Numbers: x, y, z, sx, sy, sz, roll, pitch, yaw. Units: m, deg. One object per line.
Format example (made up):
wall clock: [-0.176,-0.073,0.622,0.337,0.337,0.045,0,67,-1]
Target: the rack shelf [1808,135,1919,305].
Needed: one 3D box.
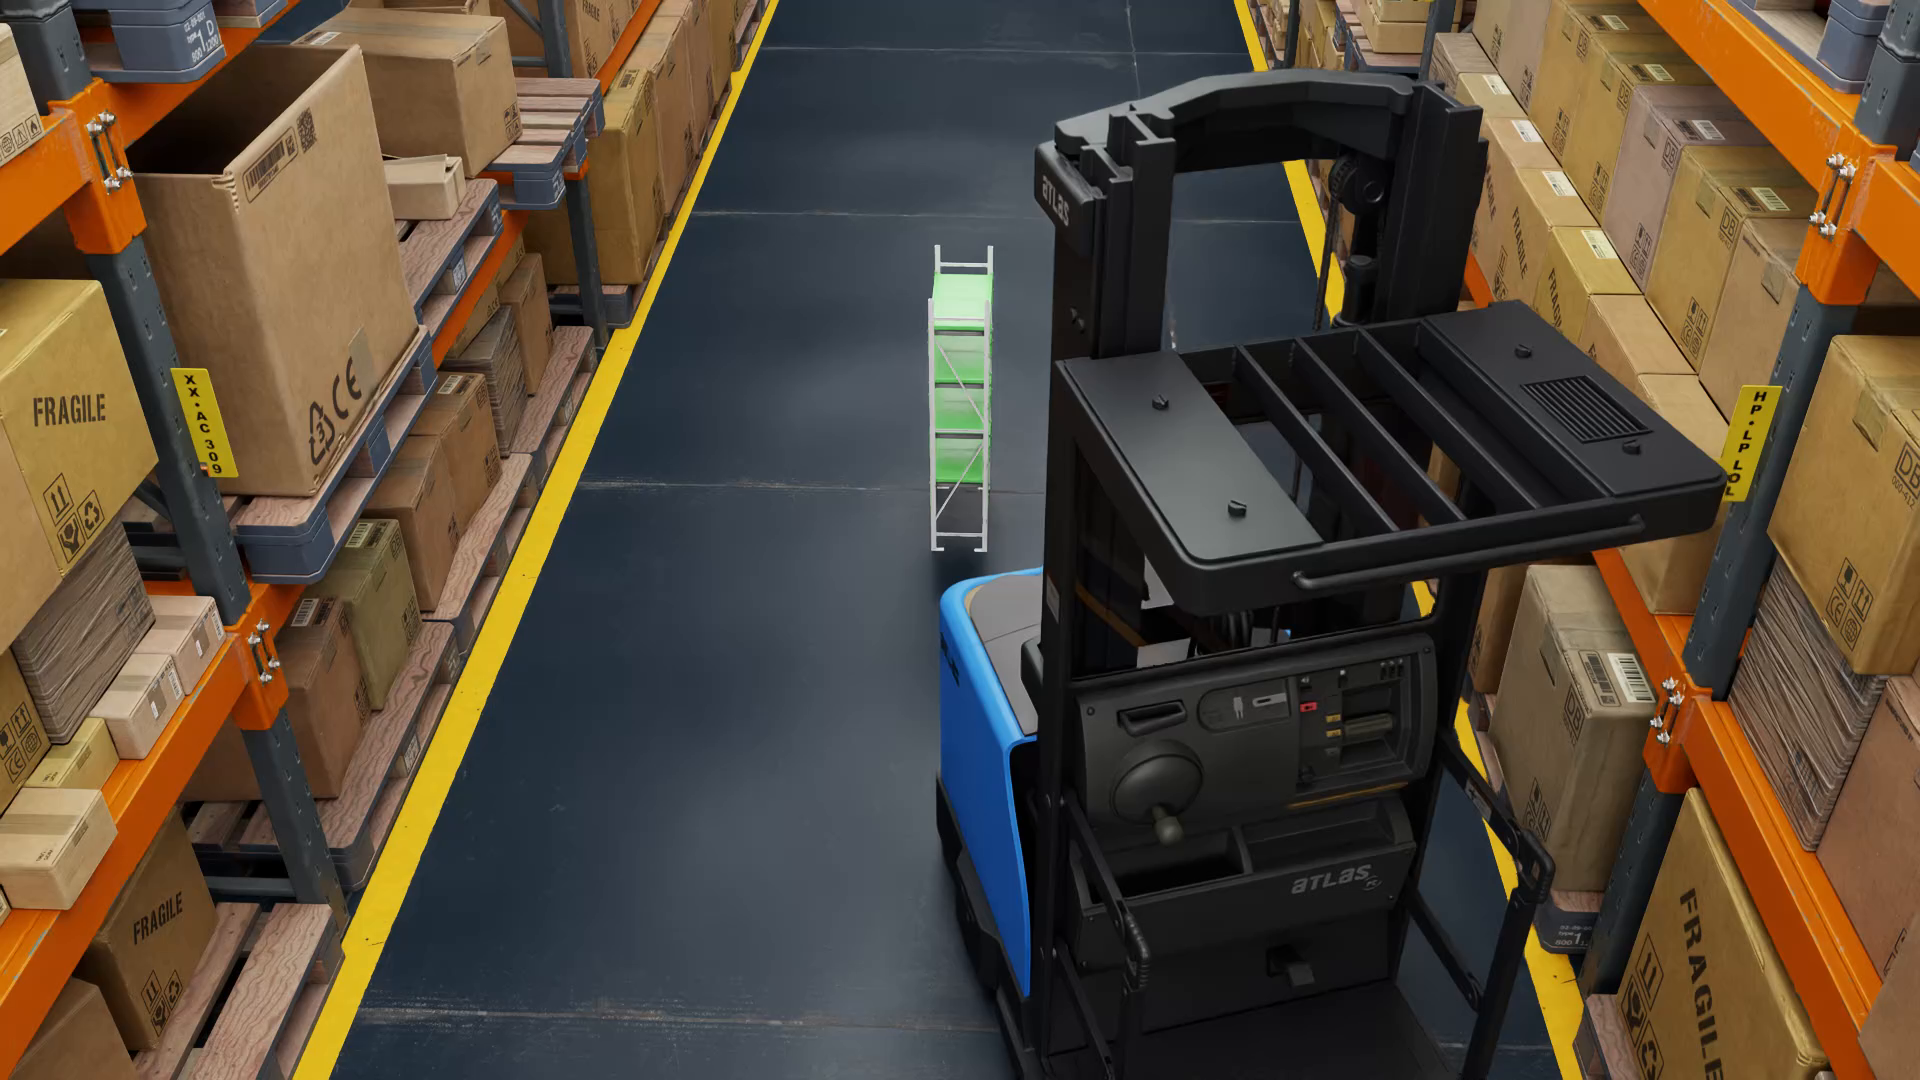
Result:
rack shelf: [2.366,0.433,2.041,1.077,0.370,4.000,1,35,2]

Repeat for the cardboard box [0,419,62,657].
cardboard box: [-2.267,0.025,3.390,0.500,0.500,0.500,1,35,2]

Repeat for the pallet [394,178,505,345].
pallet: [-2.383,-1.037,6.283,1.003,0.211,1.213,1,35,2]

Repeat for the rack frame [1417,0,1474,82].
rack frame: [2.607,-2.081,7.602,1.000,3.000,0.127,1,35,2]

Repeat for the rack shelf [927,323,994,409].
rack shelf: [0.007,-0.730,6.939,0.258,0.148,0.480,1,35,2]

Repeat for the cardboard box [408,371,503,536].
cardboard box: [-2.377,-0.380,6.974,0.700,0.500,0.500,4,35,6]

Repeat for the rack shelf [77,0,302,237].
rack shelf: [-2.425,-2.037,5.557,1.077,0.370,4.000,1,35,2]

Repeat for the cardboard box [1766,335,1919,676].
cardboard box: [2.397,-0.075,3.678,0.875,0.550,0.550,1,35,2]

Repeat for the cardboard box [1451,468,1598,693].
cardboard box: [2.424,0.053,6.157,1.050,0.750,0.750,1,35,2]

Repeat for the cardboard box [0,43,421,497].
cardboard box: [-2.334,-0.826,4.929,1.000,1.000,1.000,2,35,2]

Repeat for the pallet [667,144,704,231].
pallet: [-2.186,-2.263,10.286,1.003,0.211,1.213,1,35,2]

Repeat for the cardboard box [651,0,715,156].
cardboard box: [-2.225,-2.973,10.353,1.225,0.875,0.875,0,35,0]

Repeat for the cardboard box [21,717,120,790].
cardboard box: [-2.310,0.563,4.058,0.380,0.149,0.250,1,35,2]

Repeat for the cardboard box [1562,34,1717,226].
cardboard box: [2.521,-1.394,5.668,0.700,0.500,0.500,1,35,1]

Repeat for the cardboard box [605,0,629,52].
cardboard box: [-2.035,-2.864,8.629,0.500,0.500,0.500,0,35,1]

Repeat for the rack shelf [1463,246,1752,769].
rack shelf: [2.527,-0.637,6.174,1.077,0.370,4.000,1,35,2]

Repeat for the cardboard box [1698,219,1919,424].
cardboard box: [2.460,-0.518,4.422,0.700,0.500,0.500,1,35,1]

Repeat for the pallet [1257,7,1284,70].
pallet: [2.759,-3.625,12.224,1.003,0.211,1.213,1,35,2]

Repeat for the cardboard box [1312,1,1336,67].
cardboard box: [2.455,-3.110,10.224,0.500,0.250,0.500,2,35,3]

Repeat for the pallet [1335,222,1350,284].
pallet: [2.640,-1.389,9.043,1.003,0.211,1.213,1,35,2]

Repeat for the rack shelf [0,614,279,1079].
rack shelf: [-2.586,1.488,3.150,1.077,0.370,4.000,1,35,2]

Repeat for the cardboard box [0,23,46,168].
cardboard box: [-2.263,-0.853,3.377,0.500,0.250,0.500,3,35,4]

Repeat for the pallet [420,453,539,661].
pallet: [-2.429,0.035,7.016,1.003,0.211,1.213,1,35,2]

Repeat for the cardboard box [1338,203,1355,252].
cardboard box: [2.397,-1.912,9.171,0.500,0.500,0.500,3,35,4]

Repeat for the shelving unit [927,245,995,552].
shelving unit: [0.007,-0.586,7.040,0.258,1.200,0.503,1,35,2]

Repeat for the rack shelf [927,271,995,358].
rack shelf: [0.007,-0.926,6.801,0.258,0.148,0.480,1,35,2]

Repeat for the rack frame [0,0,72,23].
rack frame: [-2.505,-2.410,2.853,1.000,3.000,0.127,1,35,2]

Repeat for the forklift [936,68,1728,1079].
forklift: [0.798,0.556,3.910,1.130,2.935,3.031,-9,36,-12]

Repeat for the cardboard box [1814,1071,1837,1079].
cardboard box: [2.319,1.792,3.573,0.875,0.875,0.875,2,35,2]

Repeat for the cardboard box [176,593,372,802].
cardboard box: [-2.459,0.535,5.671,0.700,0.500,0.500,-1,35,-2]

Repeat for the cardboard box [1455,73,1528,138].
cardboard box: [2.302,-1.578,6.799,0.500,0.500,0.500,1,35,1]

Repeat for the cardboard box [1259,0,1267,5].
cardboard box: [2.485,-4.212,12.749,0.380,0.149,0.250,1,35,2]

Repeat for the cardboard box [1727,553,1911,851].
cardboard box: [2.444,0.368,3.987,0.875,0.550,0.550,1,35,2]

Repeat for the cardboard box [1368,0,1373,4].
cardboard box: [2.181,-2.719,8.105,0.380,0.149,0.250,3,35,4]

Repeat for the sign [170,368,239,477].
sign: [-1.963,-0.301,4.317,0.100,0.325,0.005,1,35,2]

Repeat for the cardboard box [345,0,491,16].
cardboard box: [-2.327,-2.155,7.255,0.500,0.500,0.500,-3,35,-4]

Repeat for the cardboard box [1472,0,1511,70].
cardboard box: [2.579,-2.273,6.919,0.700,0.500,0.500,1,35,2]

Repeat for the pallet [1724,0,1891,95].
pallet: [2.434,-1.460,4.276,0.805,0.209,1.217,0,35,0]

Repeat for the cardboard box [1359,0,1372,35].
cardboard box: [2.179,-2.587,8.175,0.380,0.149,0.250,1,35,2]

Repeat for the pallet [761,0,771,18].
pallet: [-2.029,-4.549,13.539,1.003,0.211,1.213,1,35,2]

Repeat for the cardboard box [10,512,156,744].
cardboard box: [-2.585,0.139,4.098,0.875,0.500,0.500,1,35,2]

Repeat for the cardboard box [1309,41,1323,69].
cardboard box: [2.453,-2.806,10.442,0.500,0.500,0.500,3,35,4]

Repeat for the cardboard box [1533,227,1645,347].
cardboard box: [2.241,-0.710,5.565,0.500,0.500,0.500,2,35,2]

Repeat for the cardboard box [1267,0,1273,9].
cardboard box: [2.454,-4.005,12.195,0.380,0.149,0.250,0,35,0]

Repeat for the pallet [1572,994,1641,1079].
pallet: [2.338,1.793,4.515,1.003,0.211,1.213,1,35,2]
